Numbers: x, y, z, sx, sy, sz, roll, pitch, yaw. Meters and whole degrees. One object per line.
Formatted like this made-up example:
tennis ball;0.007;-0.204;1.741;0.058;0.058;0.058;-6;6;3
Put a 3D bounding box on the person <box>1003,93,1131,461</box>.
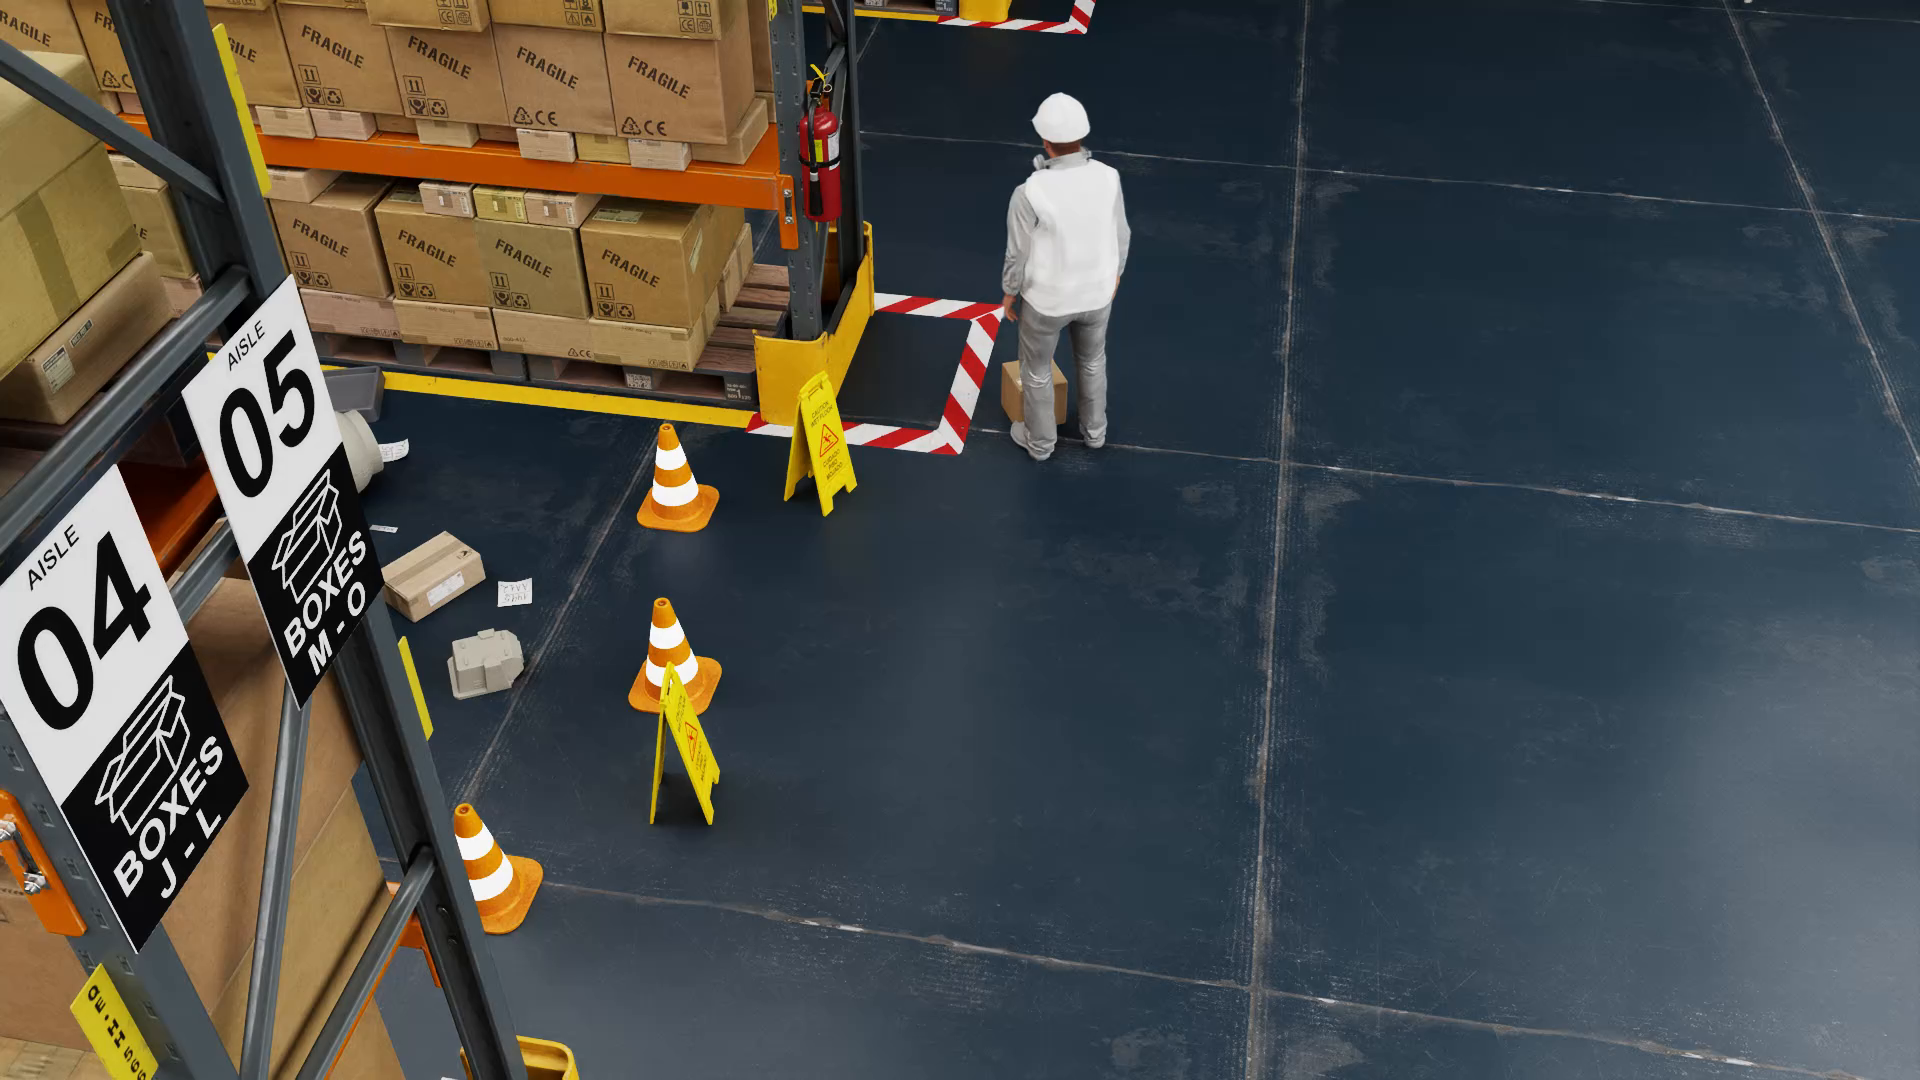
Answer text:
person;0.467;-1.147;7.491;0.581;1.771;0.464;-12;42;-13
